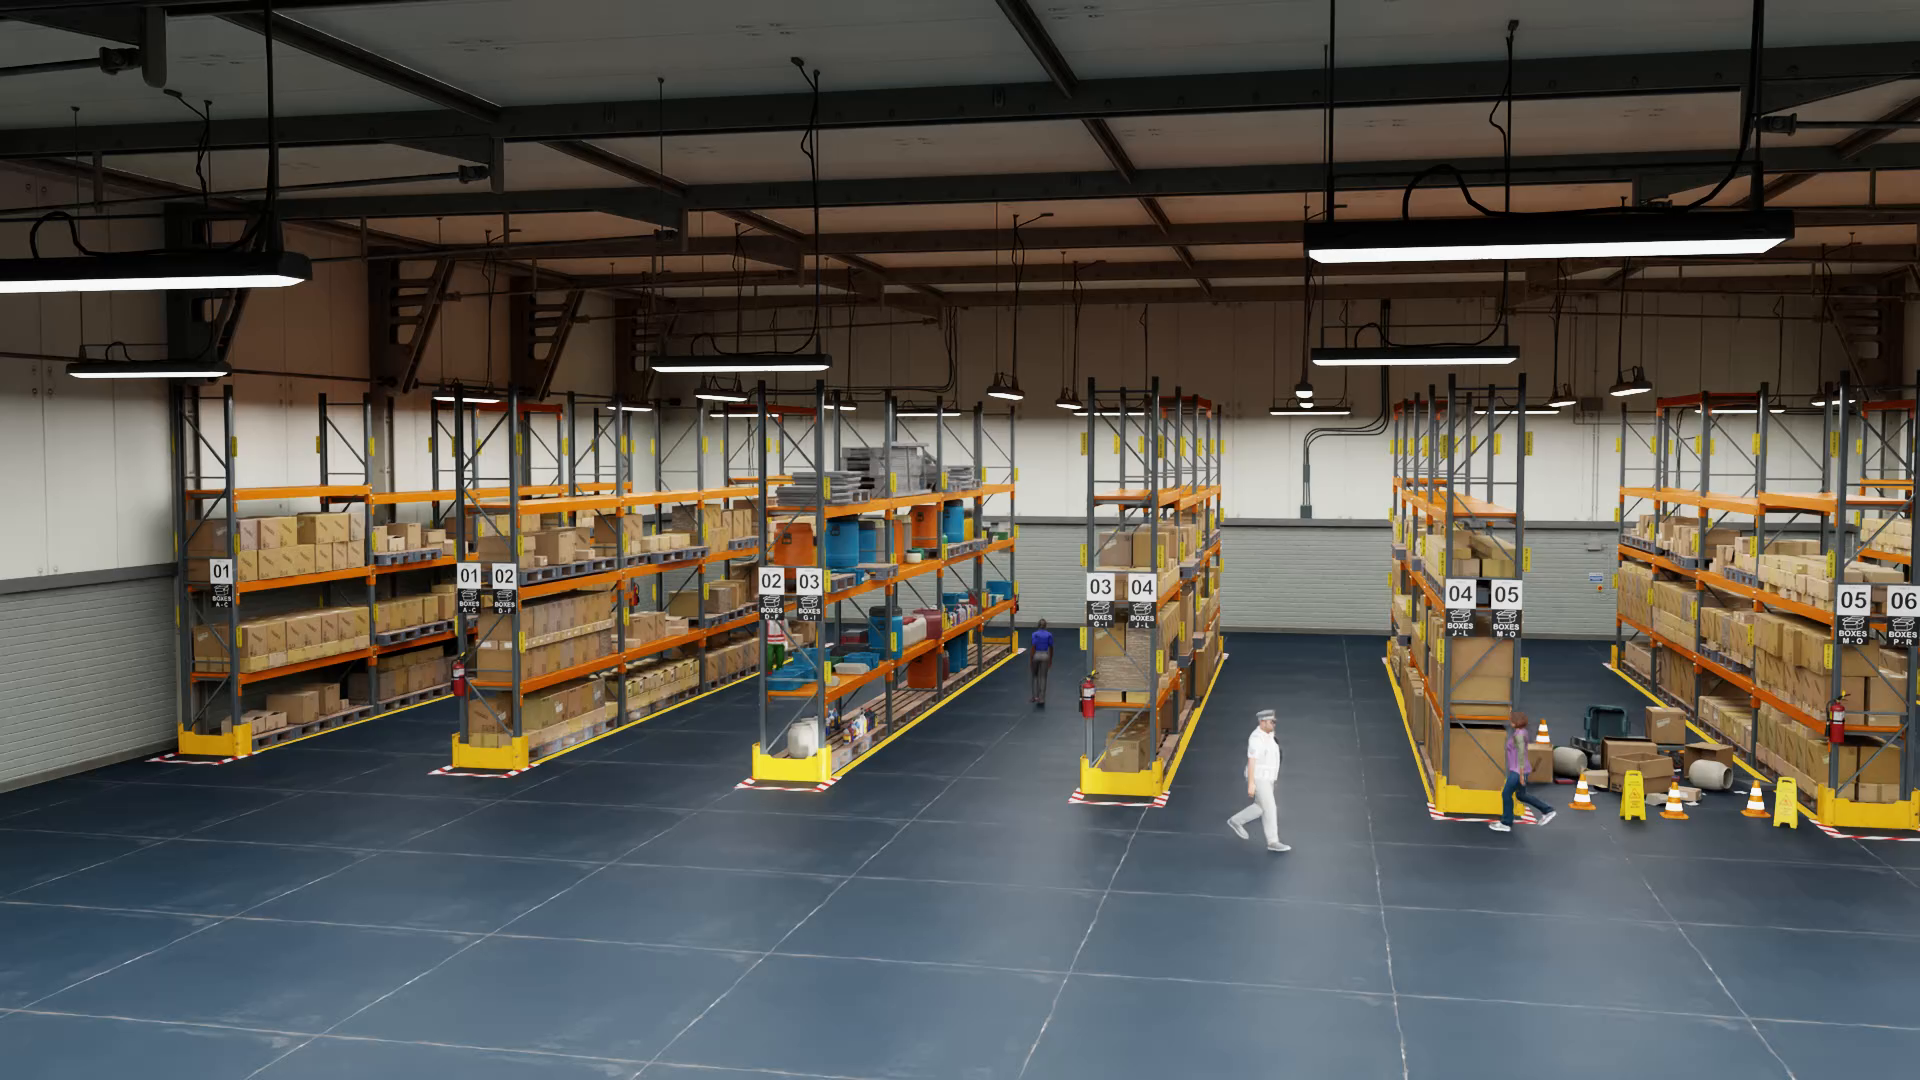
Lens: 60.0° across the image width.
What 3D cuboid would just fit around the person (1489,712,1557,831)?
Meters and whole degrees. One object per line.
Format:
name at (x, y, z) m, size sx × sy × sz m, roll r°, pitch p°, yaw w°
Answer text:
person at (7.308, 2.998, 21.555) m, size 0.847 × 1.560 × 0.404 m, roll 1°, pitch 3°, yaw 14°

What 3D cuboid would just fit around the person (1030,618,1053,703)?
person at (1.594, 2.391, 32.518) m, size 0.460 × 1.684 × 0.612 m, roll 0°, pitch 3°, yaw 2°

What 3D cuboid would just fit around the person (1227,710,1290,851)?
person at (3.764, 2.970, 20.822) m, size 0.945 × 1.720 × 0.573 m, roll 2°, pitch 4°, yaw 33°

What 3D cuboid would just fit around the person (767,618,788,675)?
person at (-3.807, 2.203, 34.340) m, size 0.550 × 1.805 × 0.668 m, roll -1°, pitch 3°, yaw -9°
